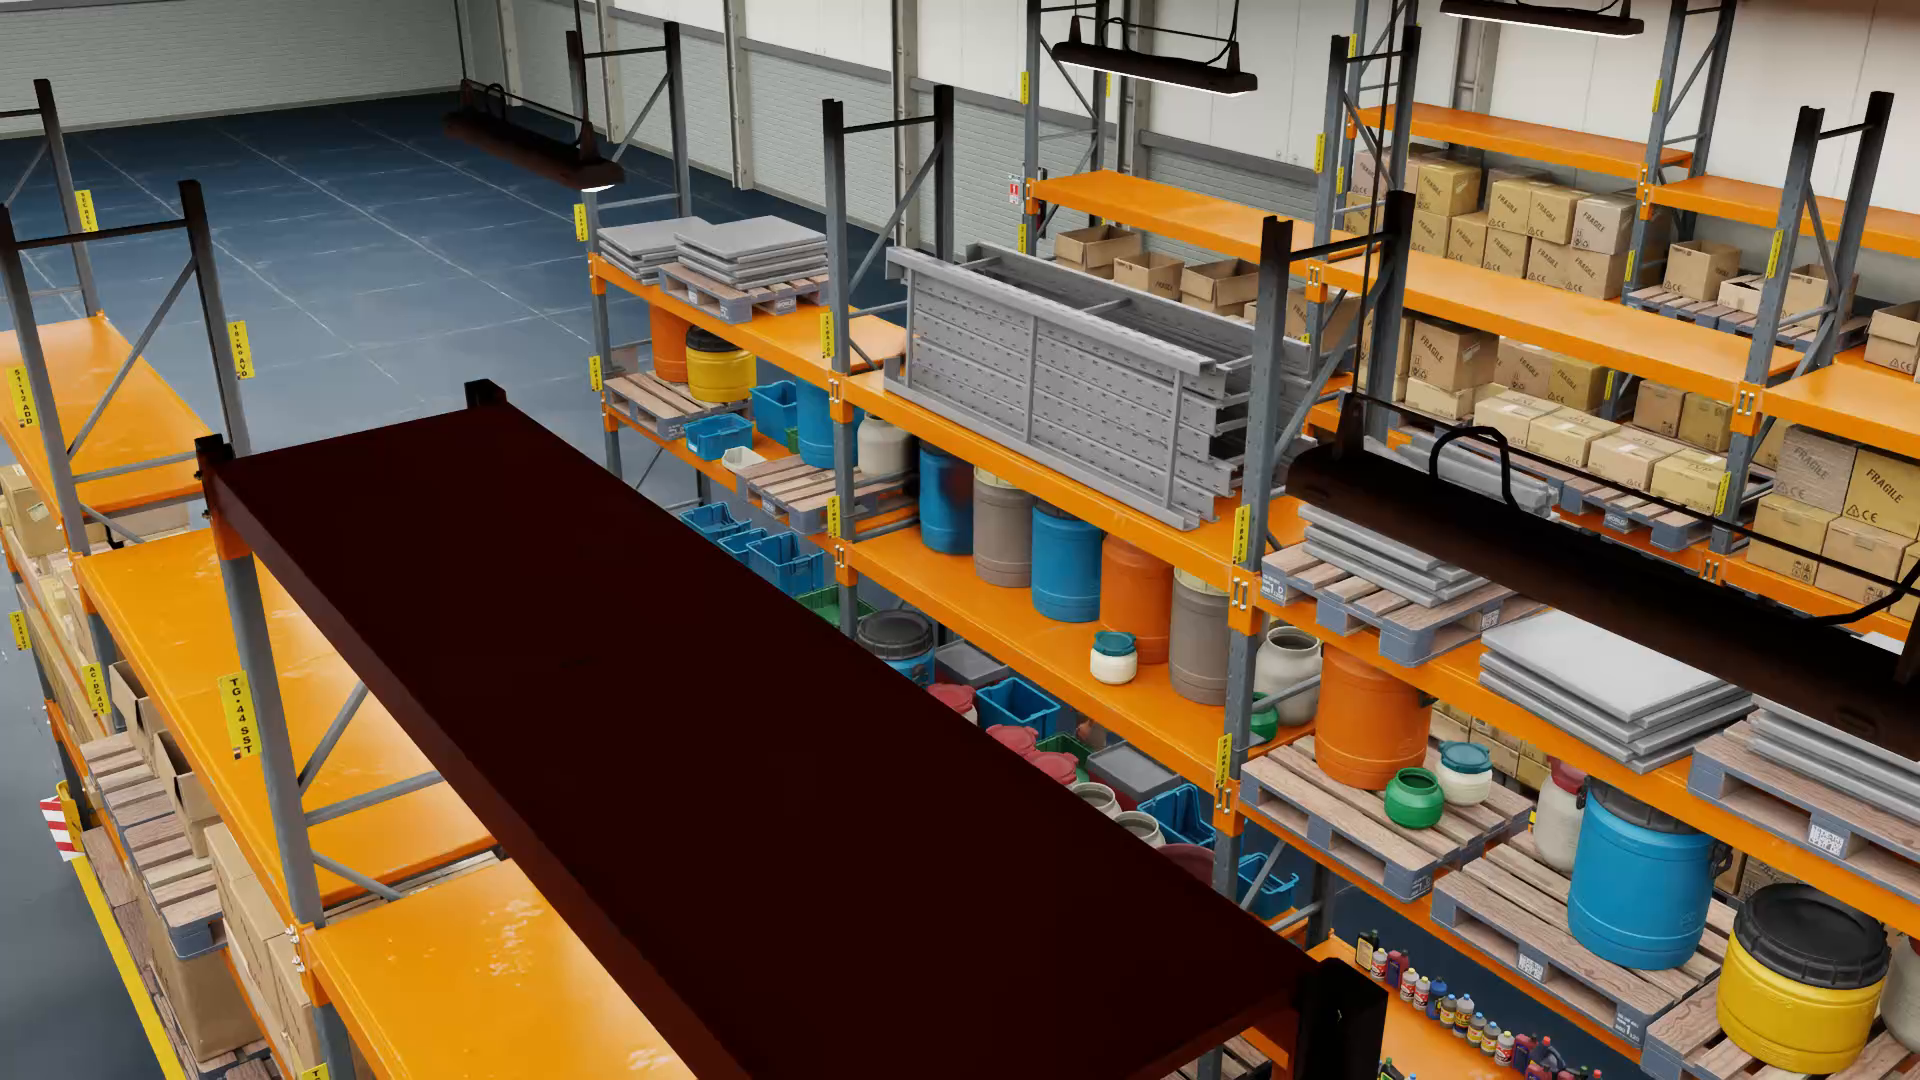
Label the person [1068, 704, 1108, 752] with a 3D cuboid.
[{"bbox_3d":[1.089,1.462,13.767,0.451,1.779,0.607,6,26,13],"label":"person"}]

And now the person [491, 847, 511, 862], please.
[{"bbox_3d":[-2.840,2.699,11.279,0.487,1.692,0.559,0,25,-1],"label":"person"}]
